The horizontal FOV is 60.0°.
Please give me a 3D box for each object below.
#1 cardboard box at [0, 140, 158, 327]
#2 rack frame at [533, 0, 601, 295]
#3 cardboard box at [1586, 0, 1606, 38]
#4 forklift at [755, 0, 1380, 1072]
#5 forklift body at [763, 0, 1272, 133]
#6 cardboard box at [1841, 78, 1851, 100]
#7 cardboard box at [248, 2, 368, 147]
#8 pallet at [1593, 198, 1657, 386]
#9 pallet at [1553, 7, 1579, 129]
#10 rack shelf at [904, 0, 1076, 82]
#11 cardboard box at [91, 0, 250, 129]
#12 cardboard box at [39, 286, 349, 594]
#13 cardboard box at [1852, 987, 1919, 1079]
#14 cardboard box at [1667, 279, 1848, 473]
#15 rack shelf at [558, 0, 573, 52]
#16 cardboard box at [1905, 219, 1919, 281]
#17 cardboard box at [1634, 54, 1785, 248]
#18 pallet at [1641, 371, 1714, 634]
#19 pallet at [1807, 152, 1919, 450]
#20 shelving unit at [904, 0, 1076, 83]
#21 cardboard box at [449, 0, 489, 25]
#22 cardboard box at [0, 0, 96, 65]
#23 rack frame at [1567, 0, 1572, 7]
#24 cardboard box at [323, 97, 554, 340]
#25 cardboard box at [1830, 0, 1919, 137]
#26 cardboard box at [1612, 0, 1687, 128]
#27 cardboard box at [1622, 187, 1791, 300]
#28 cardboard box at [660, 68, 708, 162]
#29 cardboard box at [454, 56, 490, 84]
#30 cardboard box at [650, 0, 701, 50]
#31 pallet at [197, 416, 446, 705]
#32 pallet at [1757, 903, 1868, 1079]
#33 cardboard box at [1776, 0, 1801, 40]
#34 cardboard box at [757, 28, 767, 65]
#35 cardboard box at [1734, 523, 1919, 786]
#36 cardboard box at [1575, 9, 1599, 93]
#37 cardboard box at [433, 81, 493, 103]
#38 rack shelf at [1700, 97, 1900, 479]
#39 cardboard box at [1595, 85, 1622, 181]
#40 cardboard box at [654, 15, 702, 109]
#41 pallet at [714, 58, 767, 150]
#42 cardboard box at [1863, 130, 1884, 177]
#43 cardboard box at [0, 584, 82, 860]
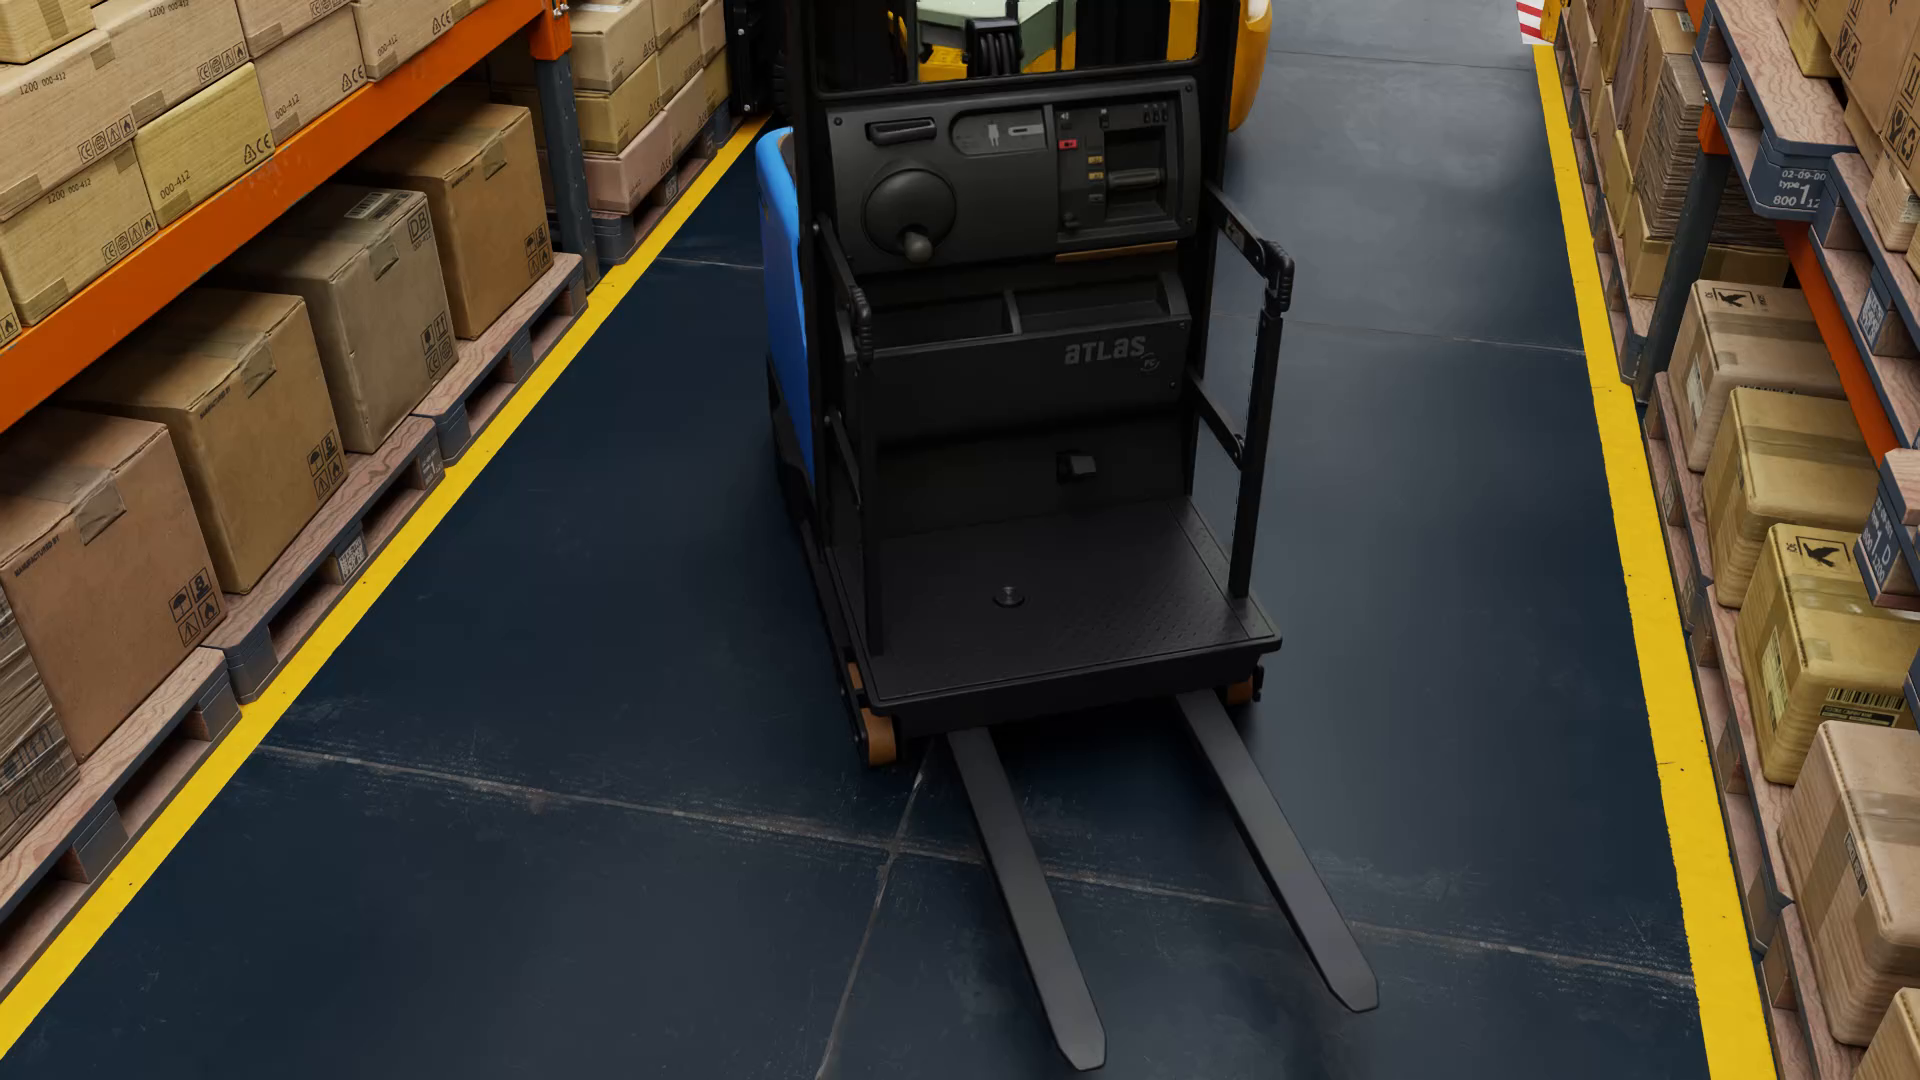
[{"bbox_3d":[-2.251,-0.740,3.843,0.500,0.250,0.500,6,36,8],"label":"cardboard box"},{"bbox_3d":[-1.945,-2.286,5.849,1.000,3.000,0.127,7,37,10],"label":"rack frame"},{"bbox_3d":[3.204,-2.578,7.597,0.500,0.500,0.500,6,36,8],"label":"cardboard box"},{"bbox_3d":[0.197,-0.835,3.905,1.130,2.935,3.031,-8,37,-11],"label":"forklift"},{"bbox_3d":[0.286,-2.920,7.446,2.313,2.155,1.214,7,37,10],"label":"forklift body"},{"bbox_3d":[2.430,-1.143,4.128,0.380,0.149,0.250,10,37,13],"label":"cardboard box"},{"bbox_3d":[-2.036,-1.334,4.663,0.500,0.250,0.500,8,37,10],"label":"cardboard box"},{"bbox_3d":[3.013,-0.927,6.349,1.003,0.211,1.213,7,37,10],"label":"pallet"},{"bbox_3d":[3.535,-2.326,8.279,1.003,0.211,1.213,7,37,10],"label":"pallet"},{"bbox_3d":[0.168,-1.755,5.729,0.431,0.370,0.720,17,39,22],"label":"rack shelf"},{"bbox_3d":[-2.144,-1.239,4.106,0.500,0.250,0.500,8,37,11],"label":"cardboard box"},{"bbox_3d":[-2.378,-0.319,4.800,0.875,0.625,0.625,6,36,8],"label":"cardboard box"},{"bbox_3d":[2.181,1.198,2.922,0.950,0.372,0.625,5,36,7],"label":"cardboard box"},{"bbox_3d":[2.795,-0.471,5.226,0.950,0.372,0.625,8,37,11],"label":"cardboard box"},{"bbox_3d":[-1.518,-3.142,7.642,1.077,0.370,4.000,7,37,10],"label":"rack shelf"},{"bbox_3d":[2.144,-0.557,3.319,0.380,0.149,0.250,6,36,8],"label":"cardboard box"},{"bbox_3d":[2.769,-1.399,5.971,0.500,0.500,0.500,7,36,9],"label":"cardboard box"},{"bbox_3d":[2.740,-0.091,5.195,1.003,0.211,1.213,7,37,10],"label":"pallet"},{"bbox_3d":[2.433,-0.435,3.458,1.003,0.211,1.213,7,37,10],"label":"pallet"},{"bbox_3d":[0.168,-1.439,5.958,0.431,1.500,0.755,17,39,22],"label":"shelving unit"},{"bbox_3d":[-1.798,-1.904,5.449,0.500,0.250,0.500,8,37,11],"label":"cardboard box"},{"bbox_3d":[-2.179,-1.183,3.689,0.380,0.149,0.250,8,37,11],"label":"cardboard box"},{"bbox_3d":[3.759,-3.960,8.157,1.000,3.000,0.127,7,37,10],"label":"rack frame"},{"bbox_3d":[-2.046,-1.194,6.008,0.875,0.625,0.625,9,37,12],"label":"cardboard box"},{"bbox_3d":[2.299,-1.196,3.647,0.500,0.500,0.500,7,37,10],"label":"cardboard box"},{"bbox_3d":[2.983,-1.984,6.778,0.500,0.500,0.500,9,37,12],"label":"cardboard box"},{"bbox_3d":[2.768,-1.096,6.191,0.500,0.250,0.500,9,37,12],"label":"cardboard box"},{"bbox_3d":[-1.425,-1.872,7.262,0.500,0.250,0.500,7,36,9],"label":"cardboard box"},{"bbox_3d":[-2.029,-2.054,6.662,0.500,0.250,0.500,8,37,11],"label":"cardboard box"},{"bbox_3d":[-1.417,-2.278,6.970,0.500,0.250,0.500,7,37,10],"label":"cardboard box"},{"bbox_3d":[-2.323,-0.028,5.109,1.003,0.211,1.213,7,37,10],"label":"pallet"},{"bbox_3d":[2.218,1.308,3.265,1.003,0.211,1.213,7,37,10],"label":"pallet"},{"bbox_3d":[2.478,-1.457,4.561,0.380,0.149,0.250,8,37,11],"label":"cardboard box"},{"bbox_3d":[-1.203,-2.457,8.069,0.500,0.250,0.500,8,37,11],"label":"cardboard box"},{"bbox_3d":[2.498,0.340,4.106,0.950,0.372,0.625,8,37,12],"label":"cardboard box"},{"bbox_3d":[3.200,-2.297,7.848,0.500,0.250,0.500,9,37,12],"label":"cardboard box"},{"bbox_3d":[-2.042,-1.850,6.806,0.500,0.250,0.500,7,36,9],"label":"cardboard box"},{"bbox_3d":[2.477,-0.228,3.622,1.077,0.370,4.000,7,37,10],"label":"rack shelf"},{"bbox_3d":[2.985,-1.693,7.015,0.500,0.250,0.500,8,37,11],"label":"cardboard box"},{"bbox_3d":[-1.435,-2.073,7.114,0.500,0.250,0.500,7,37,10],"label":"cardboard box"},{"bbox_3d":[-1.476,-2.310,8.257,1.003,0.211,1.213,7,37,10],"label":"pallet"},{"bbox_3d":[2.280,-0.860,3.736,0.380,0.149,0.250,8,37,10],"label":"cardboard box"},{"bbox_3d":[-2.653,0.442,3.749,0.875,0.625,0.625,8,37,11],"label":"cardboard box"}]
